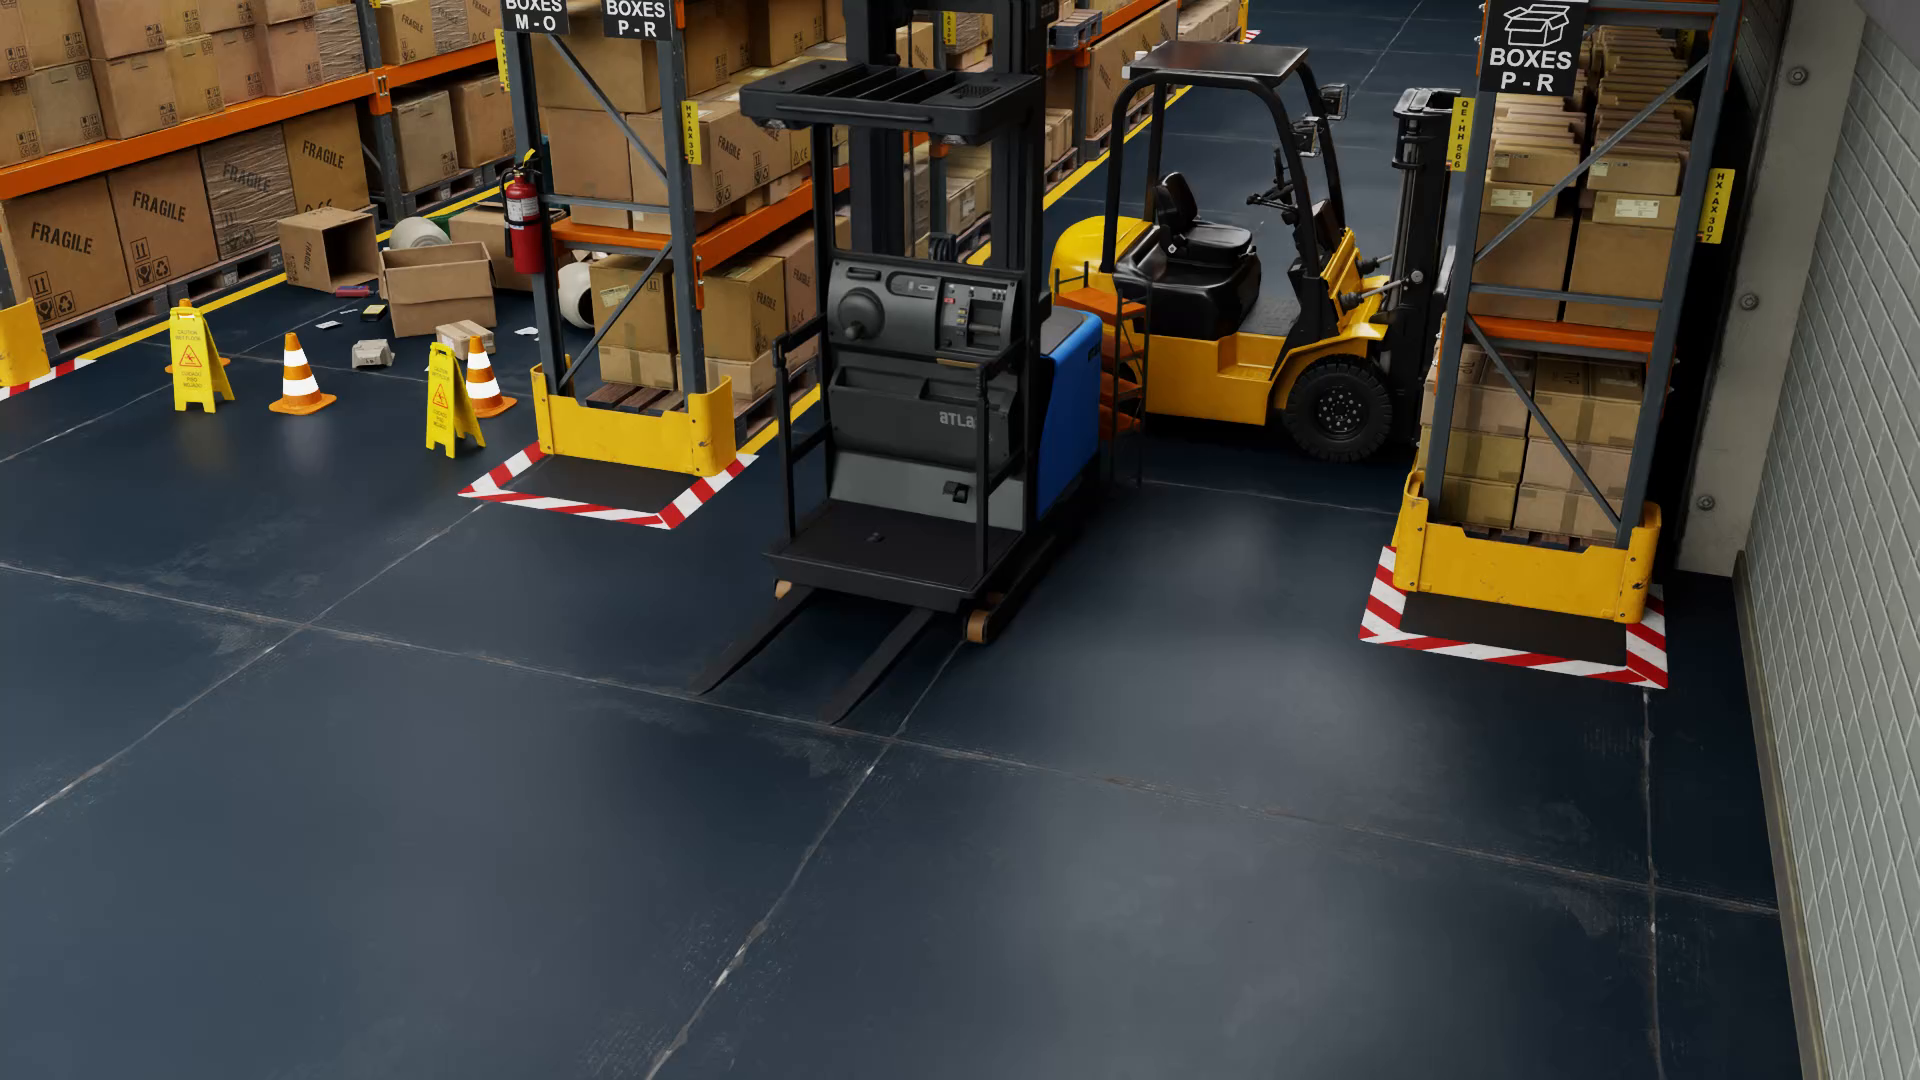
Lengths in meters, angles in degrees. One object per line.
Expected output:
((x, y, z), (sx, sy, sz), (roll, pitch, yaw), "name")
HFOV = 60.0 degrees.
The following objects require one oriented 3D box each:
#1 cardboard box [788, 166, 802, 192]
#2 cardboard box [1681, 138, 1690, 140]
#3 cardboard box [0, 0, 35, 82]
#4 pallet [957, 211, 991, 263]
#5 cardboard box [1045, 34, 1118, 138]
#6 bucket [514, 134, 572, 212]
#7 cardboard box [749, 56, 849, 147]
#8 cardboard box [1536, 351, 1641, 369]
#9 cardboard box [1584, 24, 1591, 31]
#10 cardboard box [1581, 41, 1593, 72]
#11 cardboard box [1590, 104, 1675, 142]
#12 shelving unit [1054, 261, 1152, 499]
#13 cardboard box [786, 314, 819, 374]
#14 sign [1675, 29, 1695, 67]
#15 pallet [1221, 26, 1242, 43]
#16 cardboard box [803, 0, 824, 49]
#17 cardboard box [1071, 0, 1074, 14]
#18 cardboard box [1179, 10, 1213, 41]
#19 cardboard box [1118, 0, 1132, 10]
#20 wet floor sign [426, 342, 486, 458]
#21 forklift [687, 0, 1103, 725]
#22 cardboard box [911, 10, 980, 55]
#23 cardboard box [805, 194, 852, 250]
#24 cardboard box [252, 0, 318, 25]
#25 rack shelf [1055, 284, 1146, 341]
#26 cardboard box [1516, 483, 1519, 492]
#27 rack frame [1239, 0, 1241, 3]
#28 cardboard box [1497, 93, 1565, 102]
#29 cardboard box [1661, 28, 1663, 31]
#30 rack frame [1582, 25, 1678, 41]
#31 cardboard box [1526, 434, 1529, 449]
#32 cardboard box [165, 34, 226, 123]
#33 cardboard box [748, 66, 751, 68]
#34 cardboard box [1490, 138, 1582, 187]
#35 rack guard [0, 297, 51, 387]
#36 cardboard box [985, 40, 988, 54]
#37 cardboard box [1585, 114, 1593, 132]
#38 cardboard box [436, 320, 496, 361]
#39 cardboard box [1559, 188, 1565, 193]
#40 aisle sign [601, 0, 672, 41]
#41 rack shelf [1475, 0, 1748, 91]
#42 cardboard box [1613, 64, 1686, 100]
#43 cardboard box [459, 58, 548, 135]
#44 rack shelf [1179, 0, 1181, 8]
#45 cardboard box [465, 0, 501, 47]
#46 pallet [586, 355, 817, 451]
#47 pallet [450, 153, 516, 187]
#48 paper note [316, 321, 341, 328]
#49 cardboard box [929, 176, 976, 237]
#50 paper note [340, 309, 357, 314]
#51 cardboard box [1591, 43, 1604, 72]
((-1.199, -2.234, 10.210), (0.380, 0.149, 0.250), (9, 27, 19), "cardboard box")
((3.610, -2.064, 8.712), (0.380, 0.149, 0.250), (10, 27, 19), "cardboard box")
((-6.466, -3.202, 10.511), (0.875, 0.550, 0.550), (9, 27, 17), "cardboard box")
((-0.336, -2.535, 13.743), (1.003, 0.211, 1.213), (9, 27, 17), "pallet")
((1.046, -4.618, 16.802), (0.875, 0.875, 0.875), (8, 27, 17), "cardboard box")
((-3.166, -2.966, 13.447), (0.726, 0.611, 0.620), (20, 22, 35), "bucket")
((-1.006, -2.792, 10.618), (0.500, 0.500, 0.500), (8, 27, 16), "cardboard box")
((3.259, -0.885, 8.661), (0.500, 0.250, 0.500), (9, 27, 18), "cardboard box")
((4.621, -3.991, 12.691), (0.380, 0.149, 0.250), (9, 27, 17), "cardboard box")
((3.718, -3.011, 10.326), (0.380, 0.149, 0.250), (9, 27, 18), "cardboard box")
((3.425, -2.110, 8.465), (0.380, 0.149, 0.250), (10, 27, 19), "cardboard box")
((0.769, -0.885, 9.201), (0.258, 1.200, 0.503), (-20, 32, -35), "shelving unit")
((-1.218, -1.277, 10.619), (0.500, 0.250, 0.500), (10, 27, 19), "cardboard box")
((4.613, -3.097, 10.619), (0.100, 0.325, 0.005), (9, 27, 17), "sign")
((3.208, -6.806, 22.564), (1.003, 0.211, 1.213), (9, 27, 17), "pallet")
((-1.327, -3.540, 11.016), (0.700, 0.500, 0.500), (8, 27, 16), "cardboard box")
((0.829, -4.900, 15.234), (0.380, 0.149, 0.250), (9, 27, 18), "cardboard box")
((2.676, -6.403, 20.991), (0.875, 0.438, 0.875), (8, 27, 16), "cardboard box")
((1.472, -5.639, 17.126), (0.500, 0.250, 0.500), (10, 27, 19), "cardboard box")
((-2.997, -0.843, 9.751), (0.267, 0.644, 0.232), (20, 32, 35), "wet floor sign")
((-0.258, -1.040, 7.535), (1.130, 2.935, 3.031), (10, 28, 20), "forklift")
((-0.167, -3.988, 12.608), (0.500, 0.500, 0.500), (9, 27, 19), "cardboard box")
((-0.874, -2.057, 11.370), (0.500, 0.500, 0.500), (10, 28, 20), "cardboard box")
((-5.524, -4.310, 12.798), (0.875, 0.550, 0.550), (9, 27, 17), "cardboard box")
((0.769, -1.239, 9.030), (0.258, 0.148, 0.480), (-20, 32, -35), "rack shelf")
((2.790, -0.501, 9.015), (0.500, 0.250, 0.500), (9, 27, 17), "cardboard box")
((3.400, -8.401, 22.659), (1.000, 3.000, 0.127), (9, 27, 17), "rack frame")
((3.008, -2.295, 8.848), (0.380, 0.149, 0.250), (9, 27, 18), "cardboard box")
((5.194, -3.912, 12.986), (0.500, 0.250, 0.500), (9, 27, 17), "cardboard box")
((4.089, -2.751, 10.990), (1.000, 3.000, 0.127), (9, 27, 17), "rack frame")
((3.266, -0.655, 8.760), (0.500, 0.250, 0.500), (8, 27, 17), "cardboard box")
((-5.941, -3.393, 12.145), (0.875, 0.550, 0.500), (9, 27, 17), "cardboard box")
((-1.476, -2.883, 10.807), (0.500, 0.500, 0.500), (9, 27, 18), "cardboard box")
((2.678, -1.756, 7.734), (0.380, 0.149, 0.250), (9, 27, 18), "cardboard box")
((-6.634, -1.367, 11.000), (1.175, 0.500, 0.348), (9, 27, 17), "rack guard")
((0.002, -3.956, 13.284), (0.380, 0.149, 0.250), (11, 28, 21), "cardboard box")
((3.864, -2.157, 9.649), (0.500, 0.500, 0.500), (8, 27, 16), "cardboard box")
((-3.393, -1.374, 11.417), (0.250, 0.149, 0.380), (-20, 33, -36), "cardboard box")
((2.810, -1.835, 8.238), (0.380, 0.149, 0.250), (9, 27, 18), "cardboard box")
((-1.653, -2.925, 8.367), (0.394, 0.787, 0.004), (9, 27, 17), "aisle sign")
((3.423, -2.956, 8.796), (1.077, 0.370, 4.000), (9, 27, 17), "rack shelf")
((3.940, -2.624, 9.526), (0.380, 0.149, 0.250), (8, 27, 17), "cardboard box")
((-4.539, -4.369, 16.431), (1.050, 0.750, 0.750), (9, 27, 18), "cardboard box")
((2.734, -7.255, 21.118), (1.077, 0.370, 4.000), (9, 27, 17), "rack shelf")
((-4.530, -4.781, 15.067), (0.500, 0.500, 0.500), (9, 27, 17), "cardboard box")
((-1.596, -0.931, 10.430), (1.003, 0.211, 1.213), (9, 27, 17), "pallet")
((-4.705, -3.722, 16.195), (1.003, 0.211, 1.213), (9, 27, 17), "pallet")
((-4.517, -1.546, 11.910), (0.144, 0.017, 0.142), (20, 32, 35), "paper note")
((-0.421, -2.692, 13.401), (0.950, 0.372, 0.625), (9, 27, 18), "cardboard box")
((-4.486, -1.678, 12.204), (0.123, 0.001, 0.032), (-20, 33, -36), "paper note")
((4.408, -3.201, 11.061), (0.380, 0.149, 0.250), (8, 27, 16), "cardboard box")
